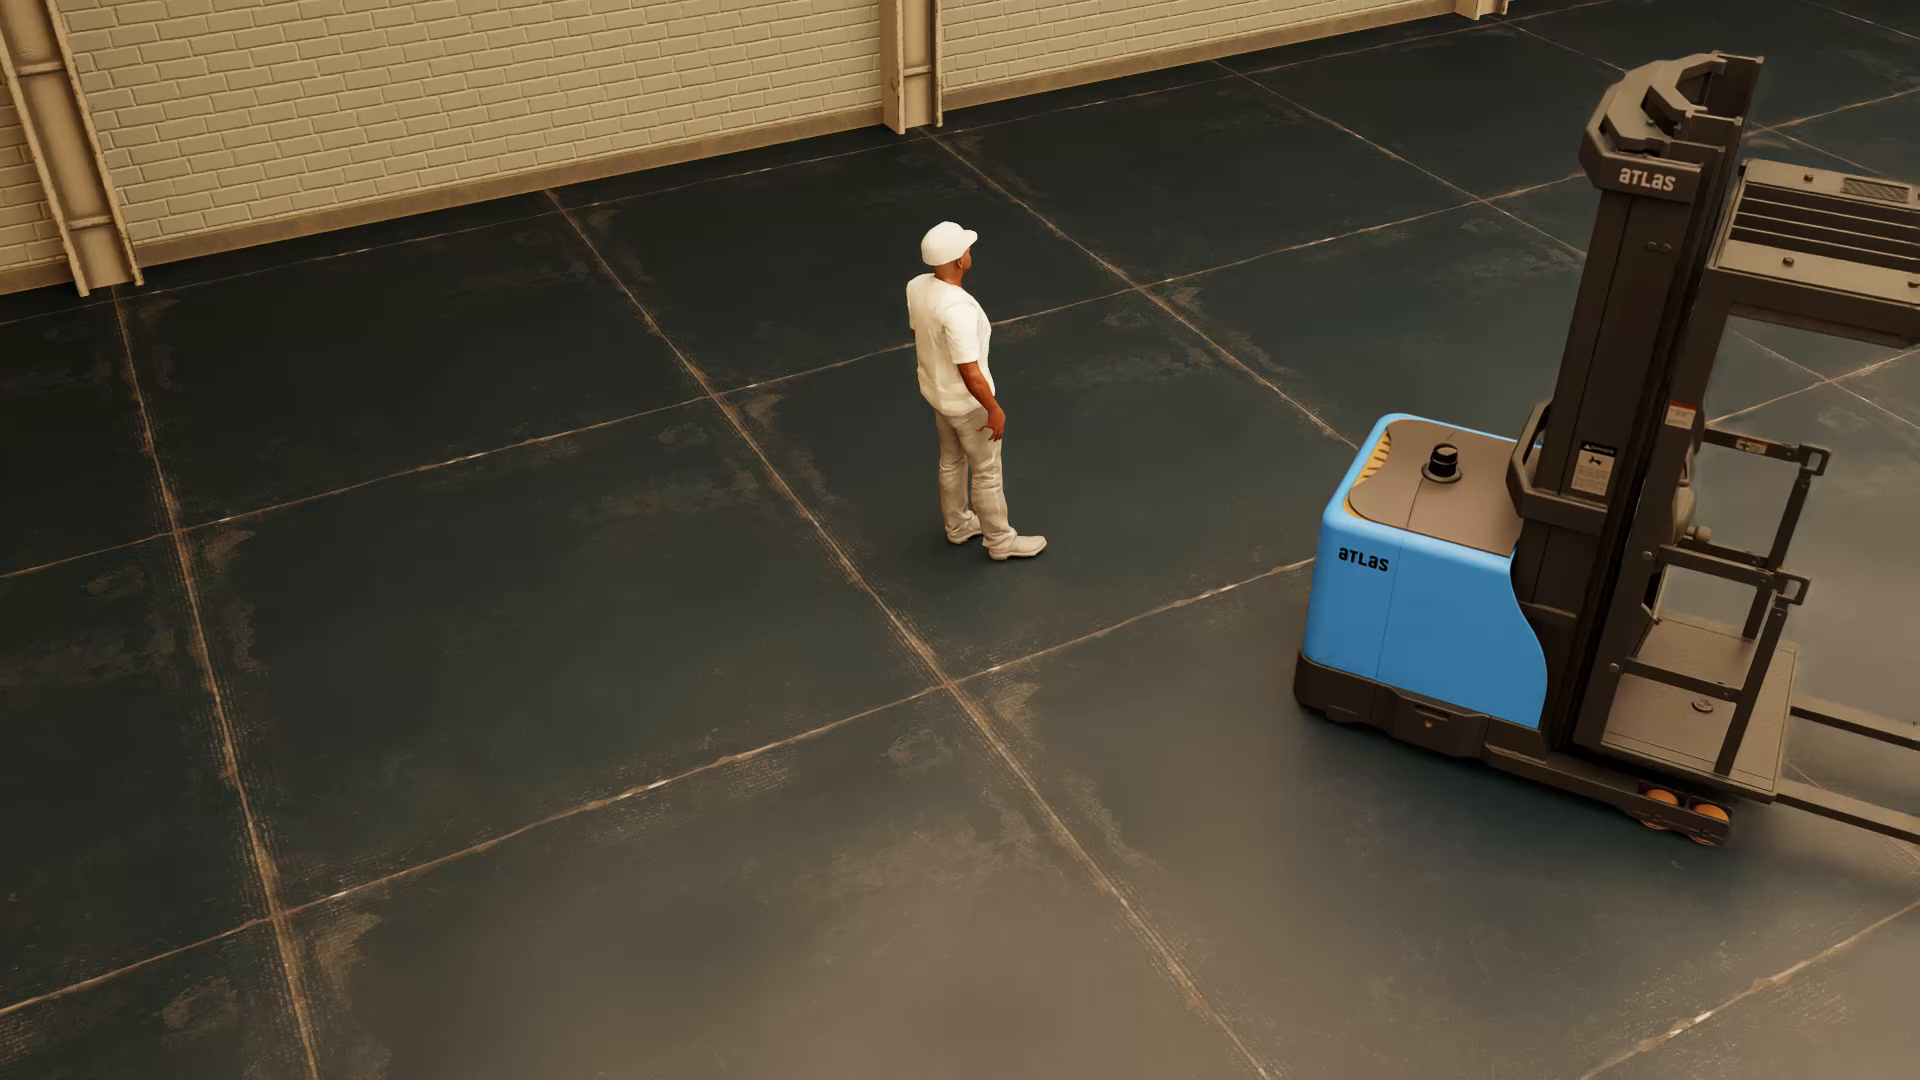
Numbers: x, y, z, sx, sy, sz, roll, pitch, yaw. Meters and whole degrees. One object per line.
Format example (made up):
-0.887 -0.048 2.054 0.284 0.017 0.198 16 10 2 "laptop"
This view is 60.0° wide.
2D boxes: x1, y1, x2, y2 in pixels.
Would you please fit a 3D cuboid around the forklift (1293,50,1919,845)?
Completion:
3.064 -0.289 6.532 3.031 2.935 1.130 17 38 22 "forklift"

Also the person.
0.064 -0.743 8.172 0.575 1.768 0.666 -17 39 -23 "person"
